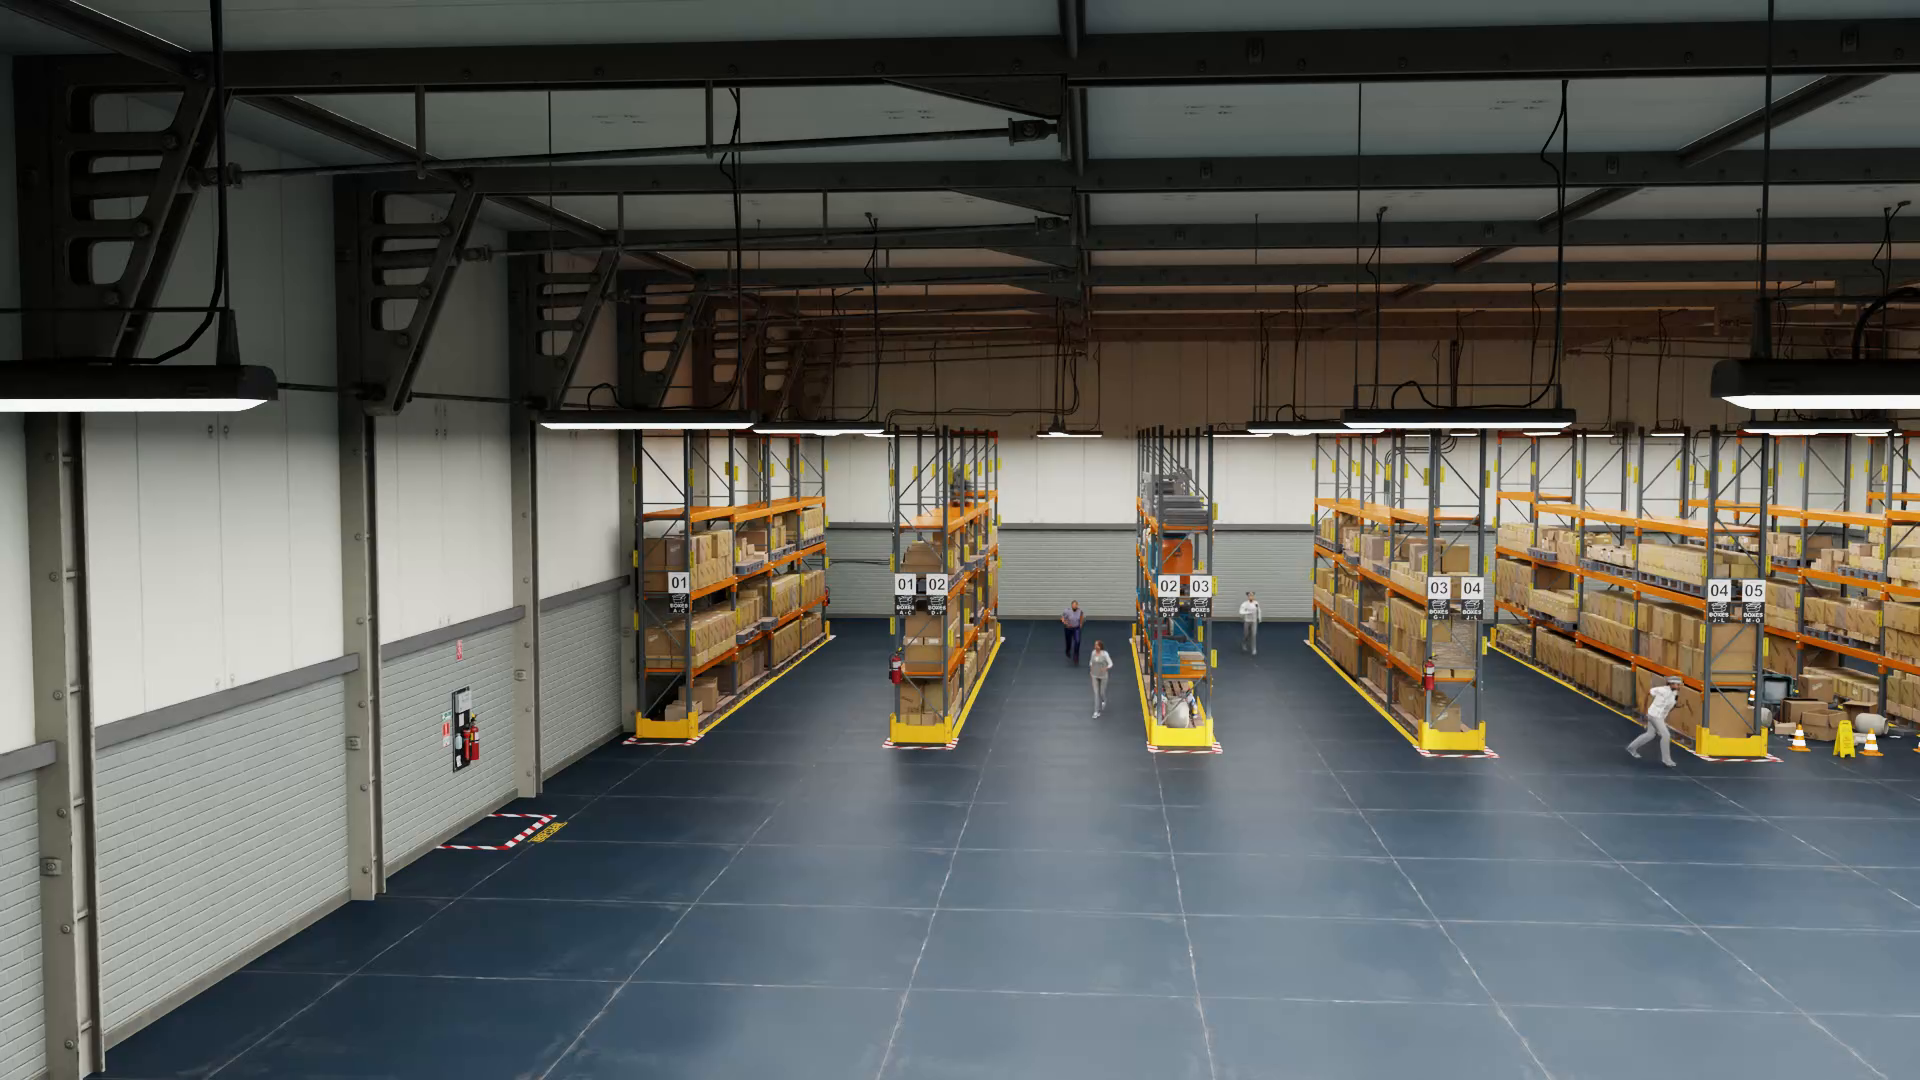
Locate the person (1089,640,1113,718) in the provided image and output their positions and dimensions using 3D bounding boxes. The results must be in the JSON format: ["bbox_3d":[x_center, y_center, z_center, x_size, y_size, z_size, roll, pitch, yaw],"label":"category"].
[{"bbox_3d":[2.908,2.864,34.497,0.531,1.591,0.758,1,4,21],"label":"person"}]

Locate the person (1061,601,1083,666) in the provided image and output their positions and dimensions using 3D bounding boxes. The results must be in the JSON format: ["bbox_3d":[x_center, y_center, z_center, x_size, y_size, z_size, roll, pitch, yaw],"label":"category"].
[{"bbox_3d":[2.881,2.358,42.736,0.609,1.650,1.060,0,3,-6],"label":"person"}]

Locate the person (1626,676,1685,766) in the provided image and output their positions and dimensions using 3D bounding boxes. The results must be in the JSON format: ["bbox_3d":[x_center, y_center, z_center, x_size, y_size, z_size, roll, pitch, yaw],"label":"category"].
[{"bbox_3d":[12.351,3.159,29.517,0.560,1.568,0.993,-3,5,-43],"label":"person"}]

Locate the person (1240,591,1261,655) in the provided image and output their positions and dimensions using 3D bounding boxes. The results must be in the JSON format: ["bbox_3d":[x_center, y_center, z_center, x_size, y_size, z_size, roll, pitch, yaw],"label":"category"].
[{"bbox_3d":[7.724,2.176,44.213,0.609,1.648,0.972,0,3,-4],"label":"person"}]
